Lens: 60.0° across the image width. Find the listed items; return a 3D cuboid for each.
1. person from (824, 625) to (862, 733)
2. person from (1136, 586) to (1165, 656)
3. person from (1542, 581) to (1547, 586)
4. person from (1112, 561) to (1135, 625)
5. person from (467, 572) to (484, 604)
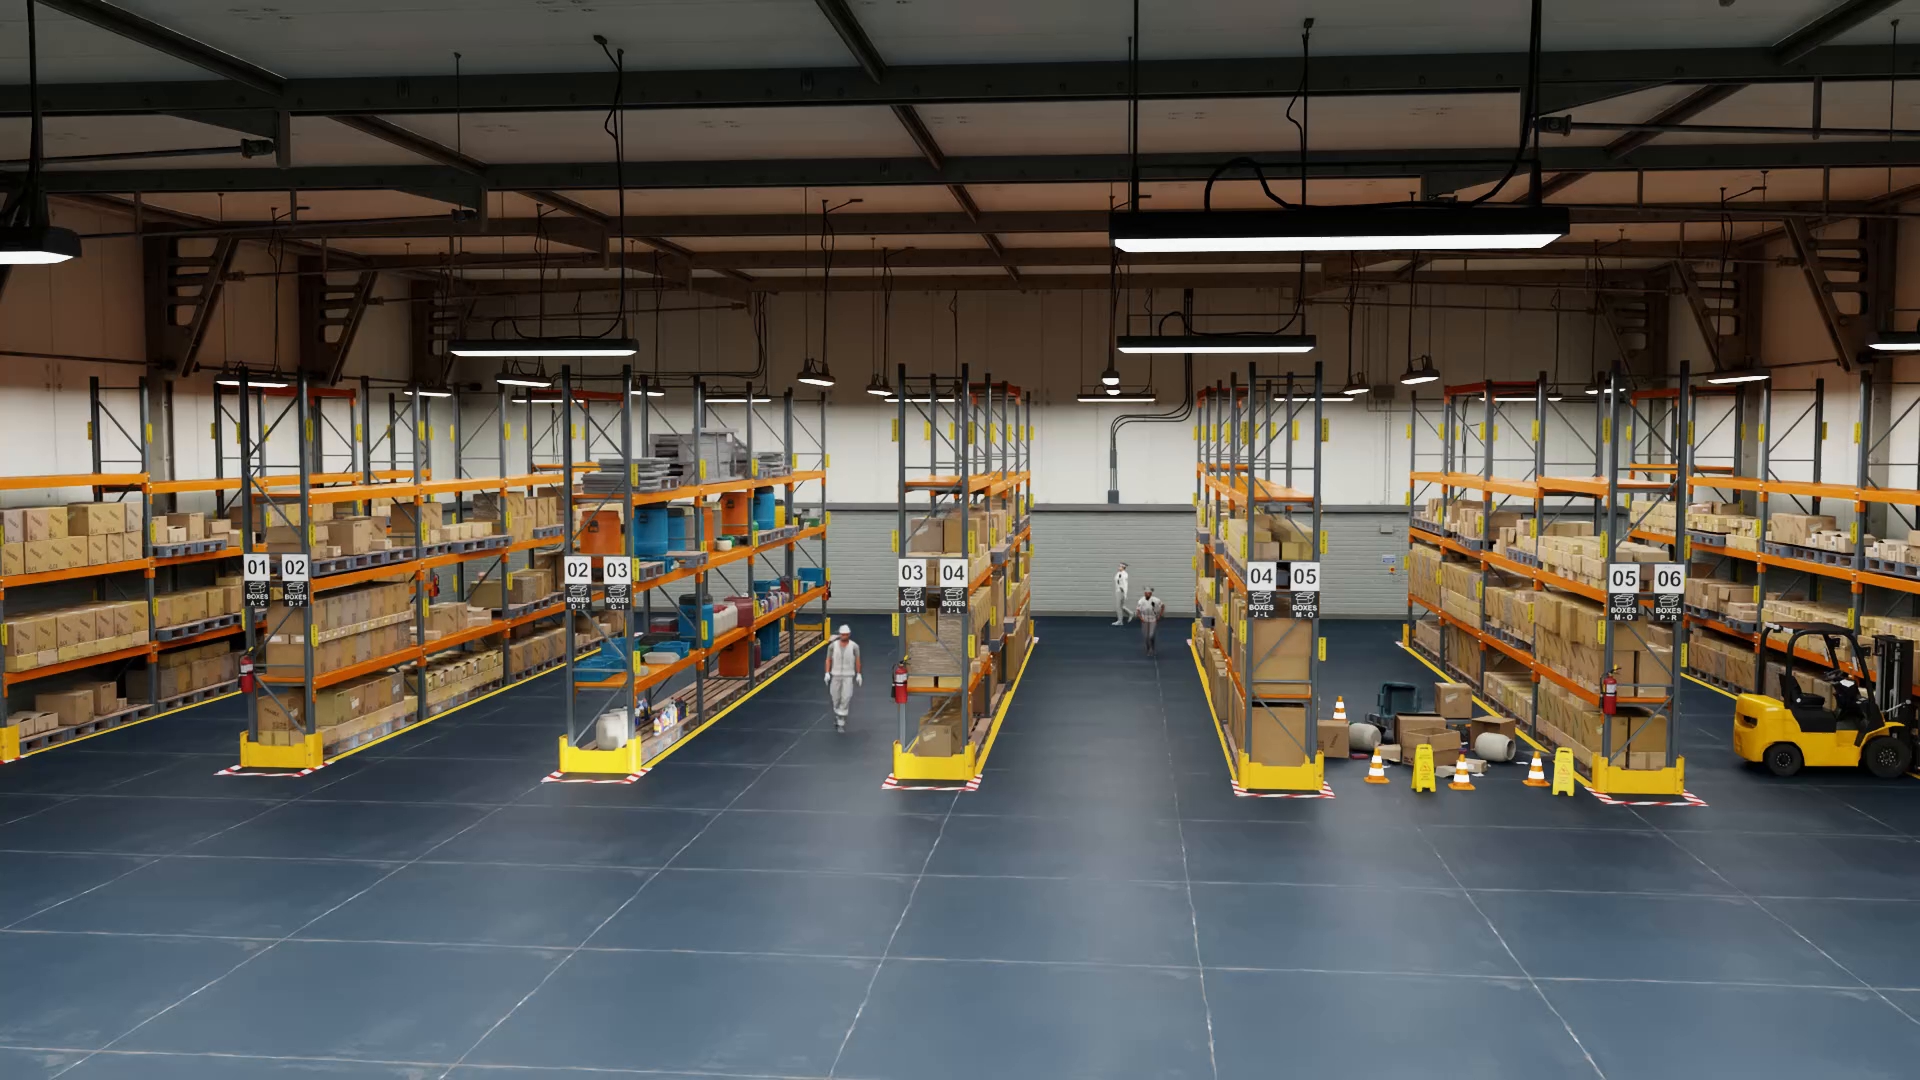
[{"bbox_3d":[-1.974,2.339,28.081,0.616,1.822,0.657,0,4,3],"label":"person"},{"bbox_3d":[4.266,1.817,37.206,0.613,1.605,0.737,1,4,15],"label":"person"},{"bbox_3d":[13.994,1.594,39.970,0.663,1.654,0.455,0,4,4],"label":"person"},{"bbox_3d":[4.236,1.374,43.295,0.568,1.673,0.469,0,4,-5],"label":"person"},{"bbox_3d":[-11.477,1.600,40.068,0.687,1.683,0.666,1,4,13],"label":"person"}]
